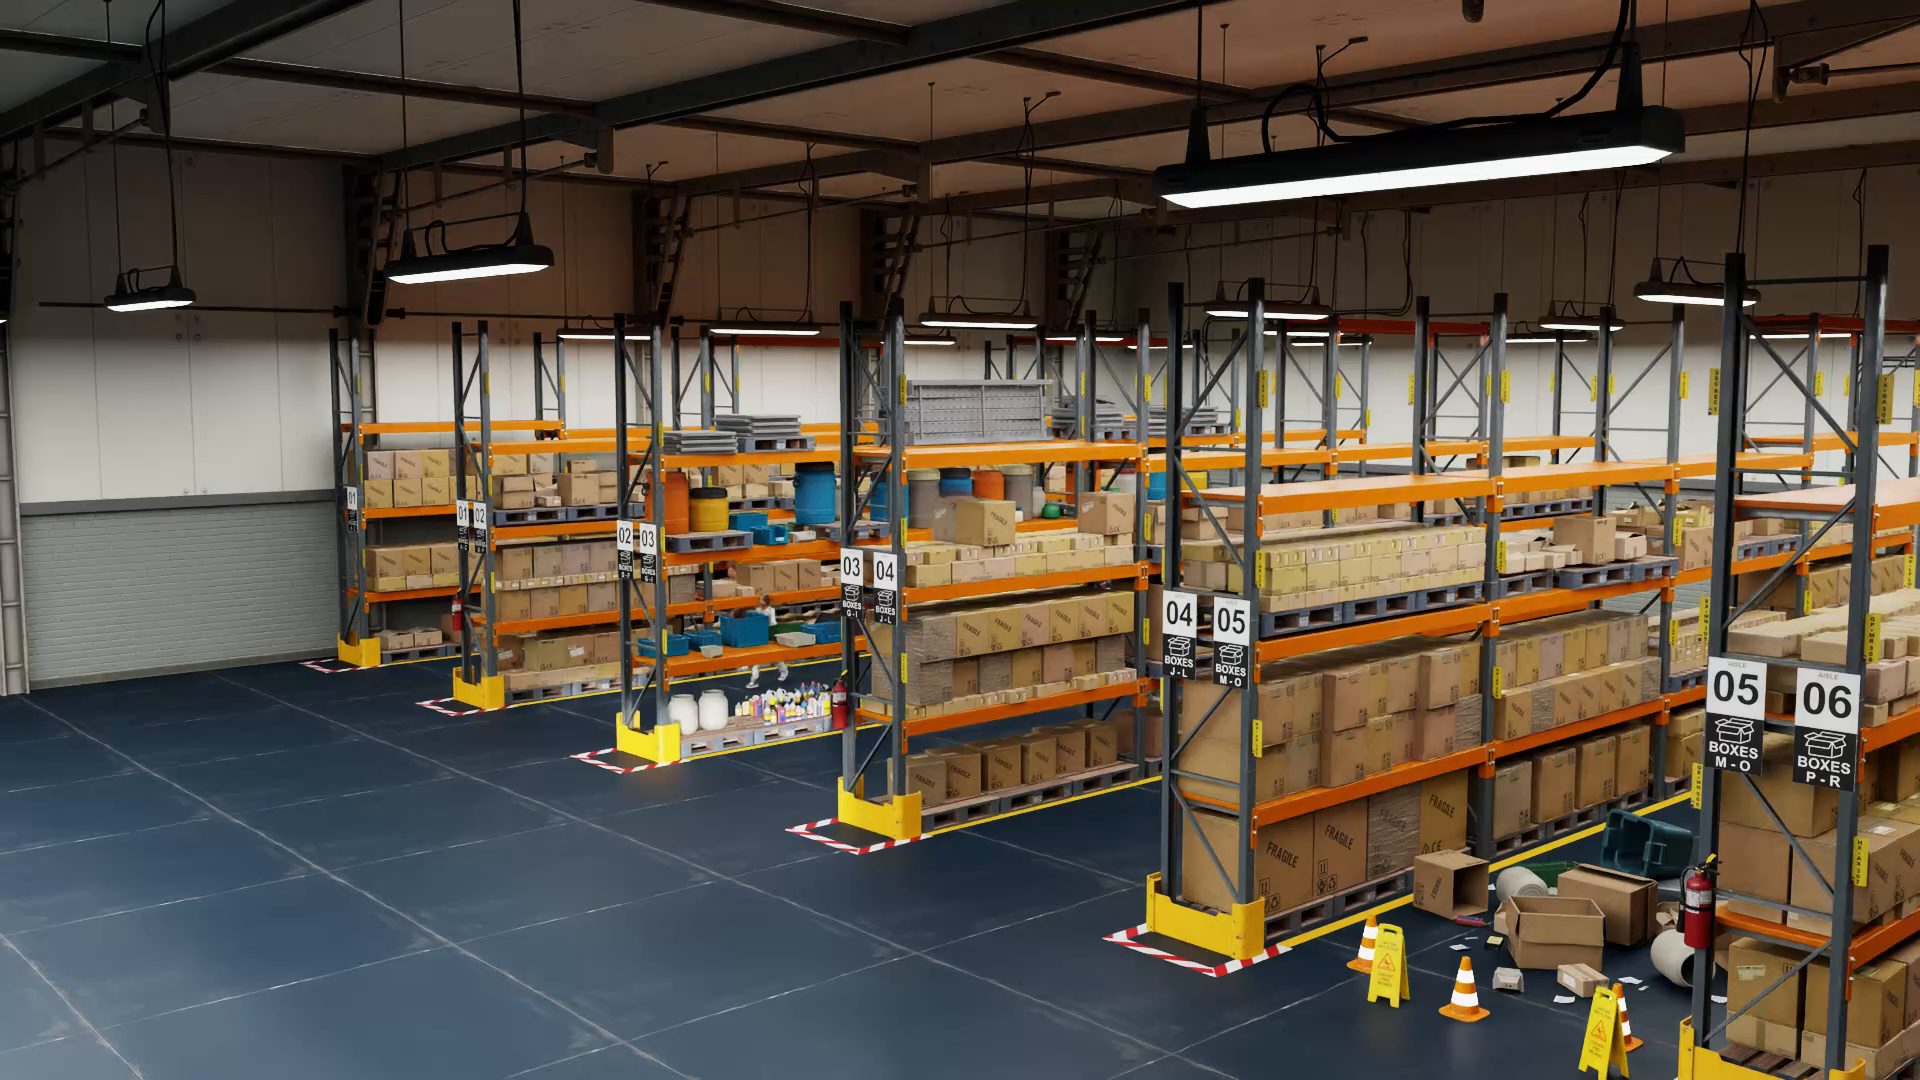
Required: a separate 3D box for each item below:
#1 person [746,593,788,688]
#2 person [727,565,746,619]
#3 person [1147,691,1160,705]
[{"bbox_3d":[-3.201,1.653,27.590,0.487,1.539,0.899,4,7,32],"label":"person"},{"bbox_3d":[-4.200,1.241,31.797,0.691,1.580,0.527,-3,7,-30],"label":"person"},{"bbox_3d":[2.755,1.923,24.378,0.613,1.689,0.673,-4,7,-32],"label":"person"}]
